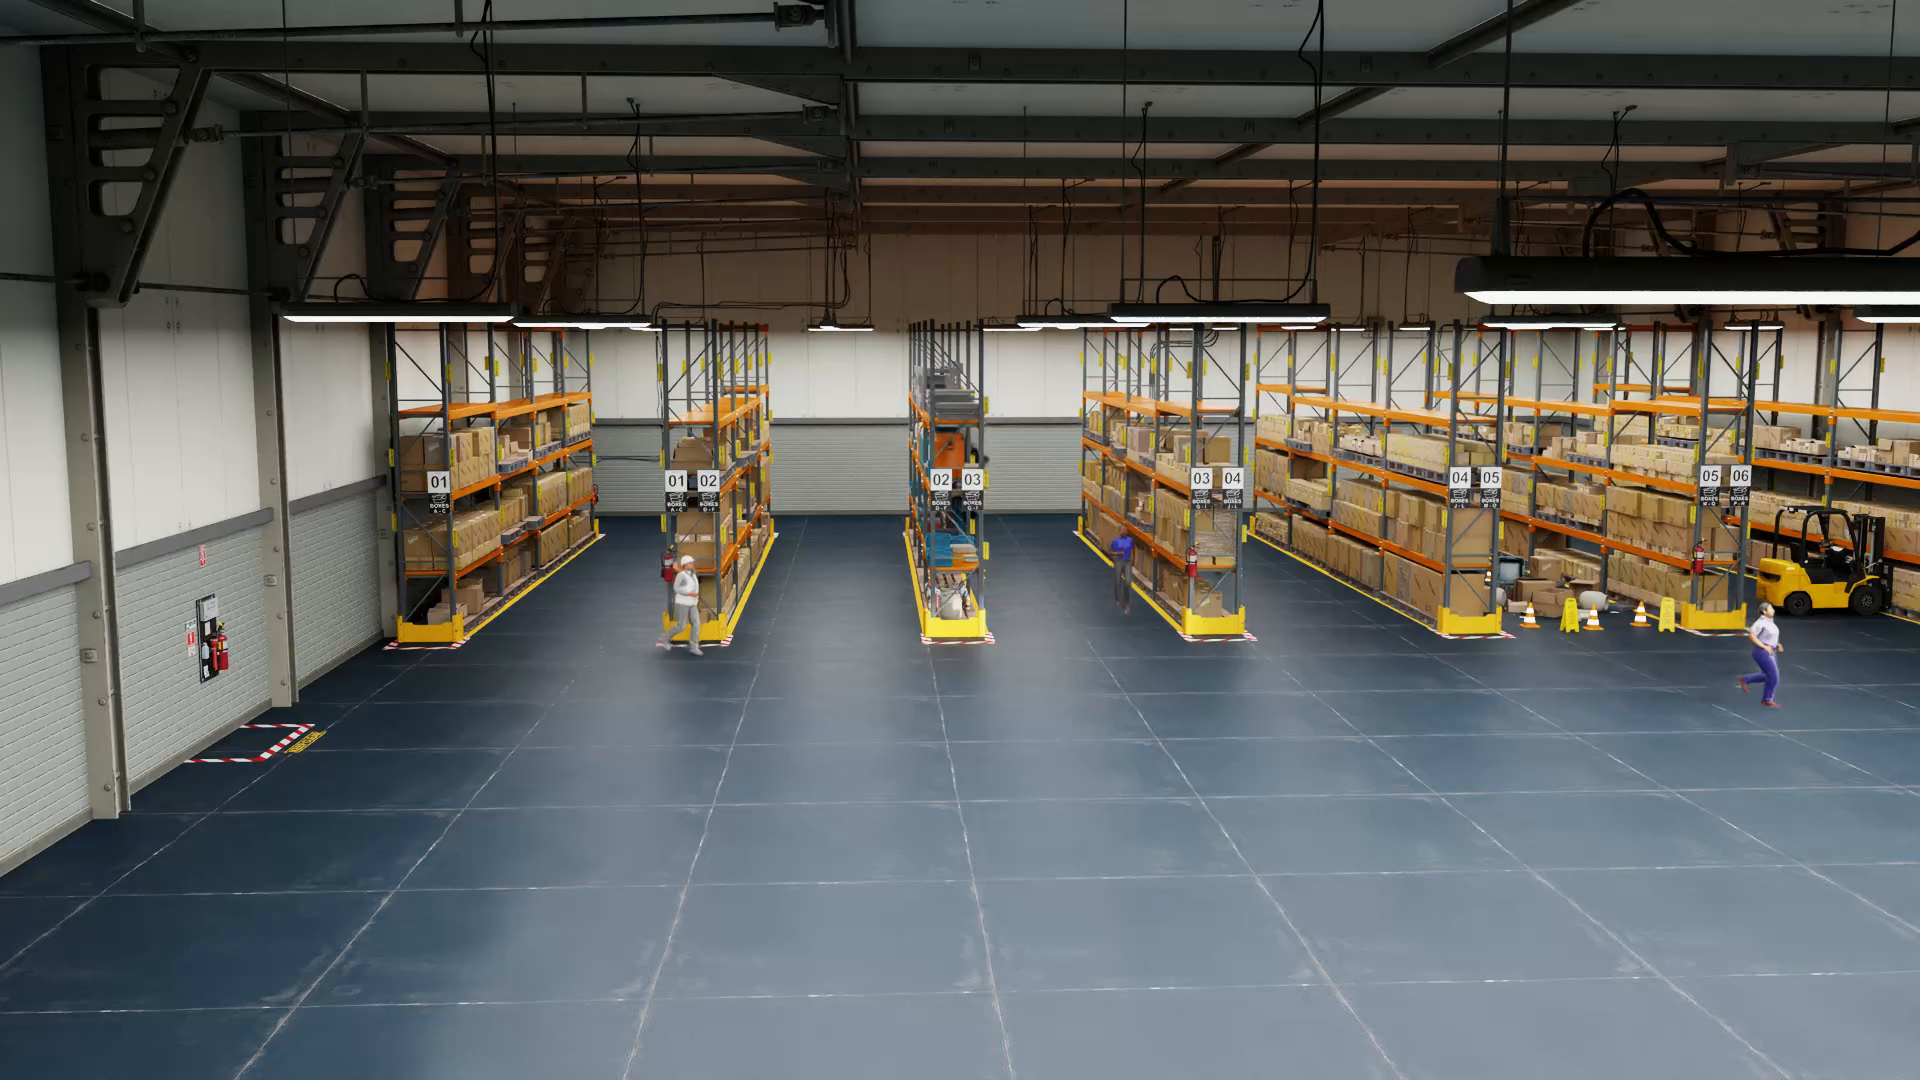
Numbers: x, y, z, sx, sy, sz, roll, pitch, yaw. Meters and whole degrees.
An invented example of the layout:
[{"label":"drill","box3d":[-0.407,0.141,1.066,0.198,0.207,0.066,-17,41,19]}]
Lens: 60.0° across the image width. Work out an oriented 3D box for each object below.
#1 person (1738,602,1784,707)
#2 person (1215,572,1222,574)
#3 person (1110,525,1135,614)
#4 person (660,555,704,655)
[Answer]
[{"label":"person","box3d":[12.432,1.766,25.771,0.637,1.621,0.608,6,9,39]},{"label":"person","box3d":[6.201,-0.060,39.940,0.673,1.732,0.591,-1,7,-6]},{"label":"person","box3d":[3.245,0.580,32.974,0.553,1.745,0.665,-1,7,-5]},{"label":"person","box3d":[-4.939,1.162,29.919,0.882,1.778,0.678,3,8,26]}]
